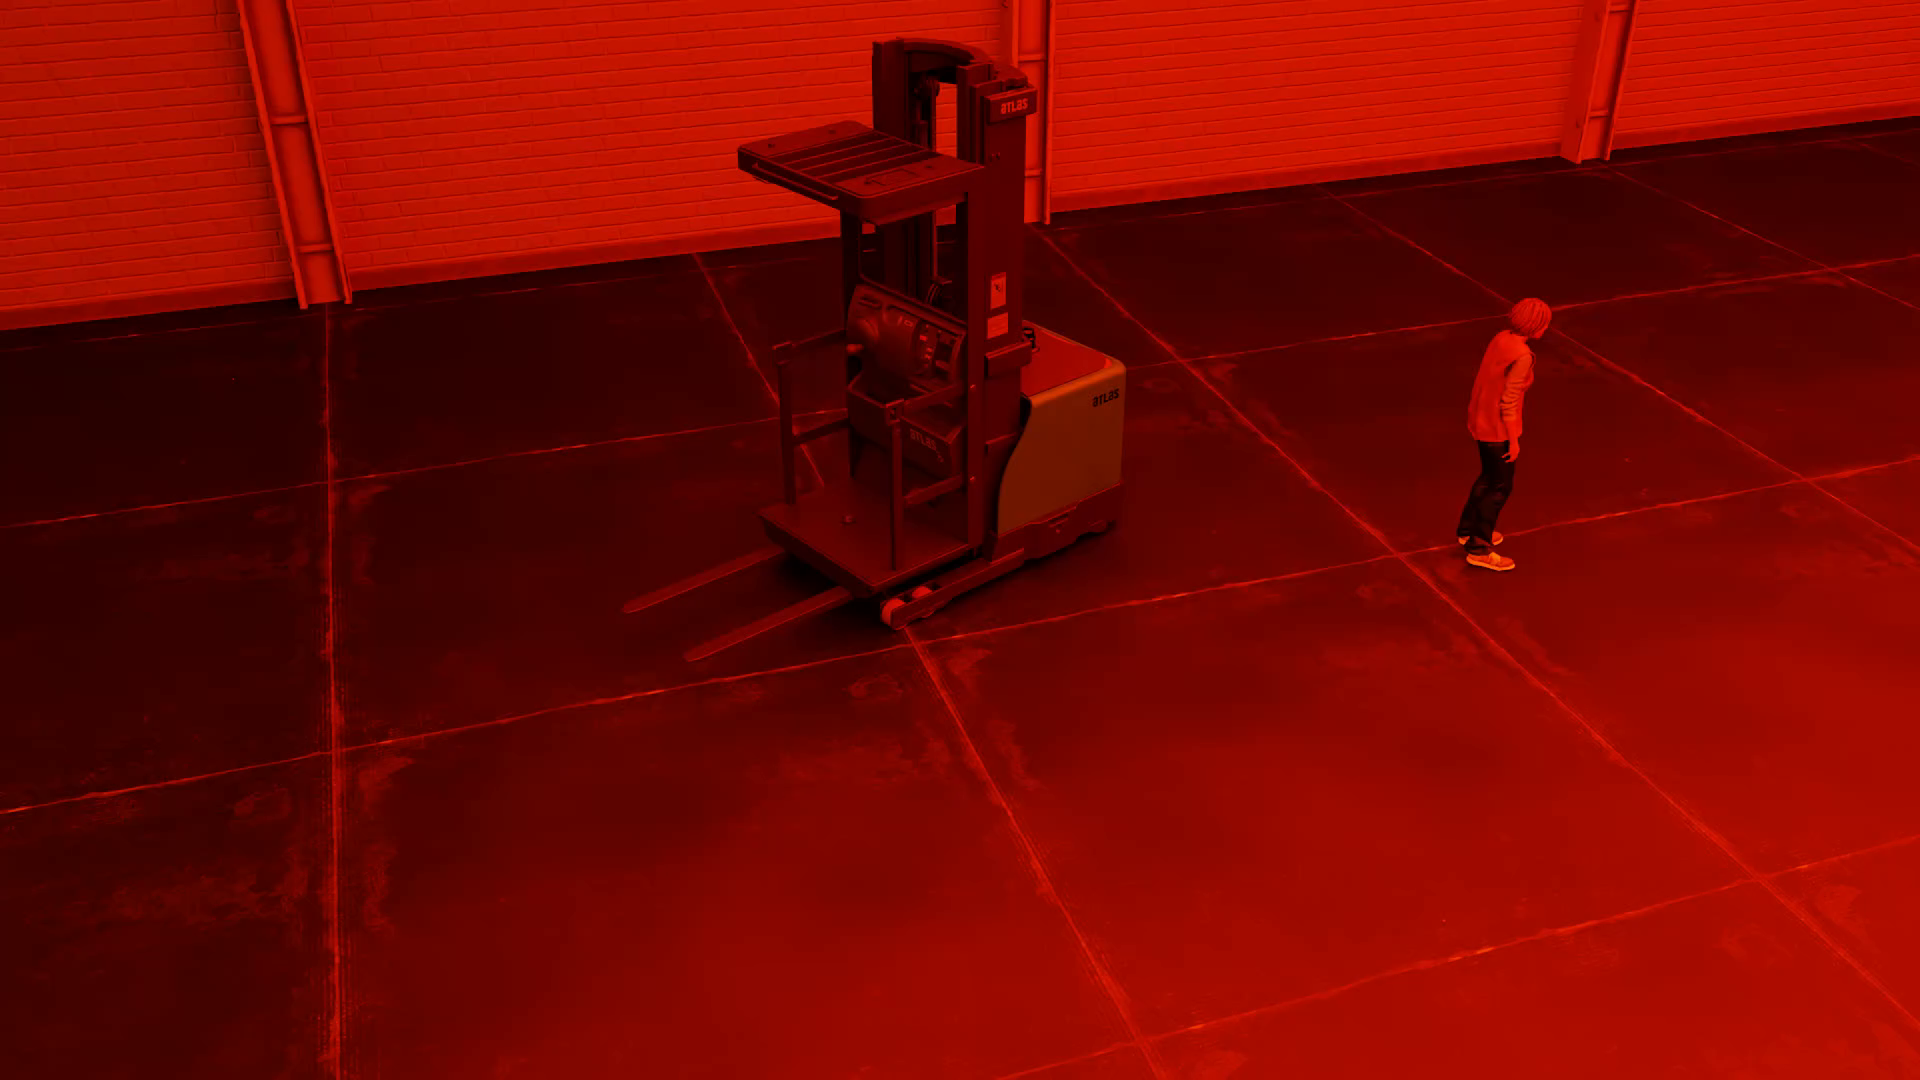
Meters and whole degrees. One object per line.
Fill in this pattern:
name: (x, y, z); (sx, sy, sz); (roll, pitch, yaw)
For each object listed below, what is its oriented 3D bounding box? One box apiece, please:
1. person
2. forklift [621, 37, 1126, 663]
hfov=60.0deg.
person: (3.086, -0.621, 9.511); (0.345, 1.591, 0.476); (0, 30, 1)
forklift: (-0.461, -1.072, 8.951); (3.031, 2.935, 1.130); (-23, 37, -34)
